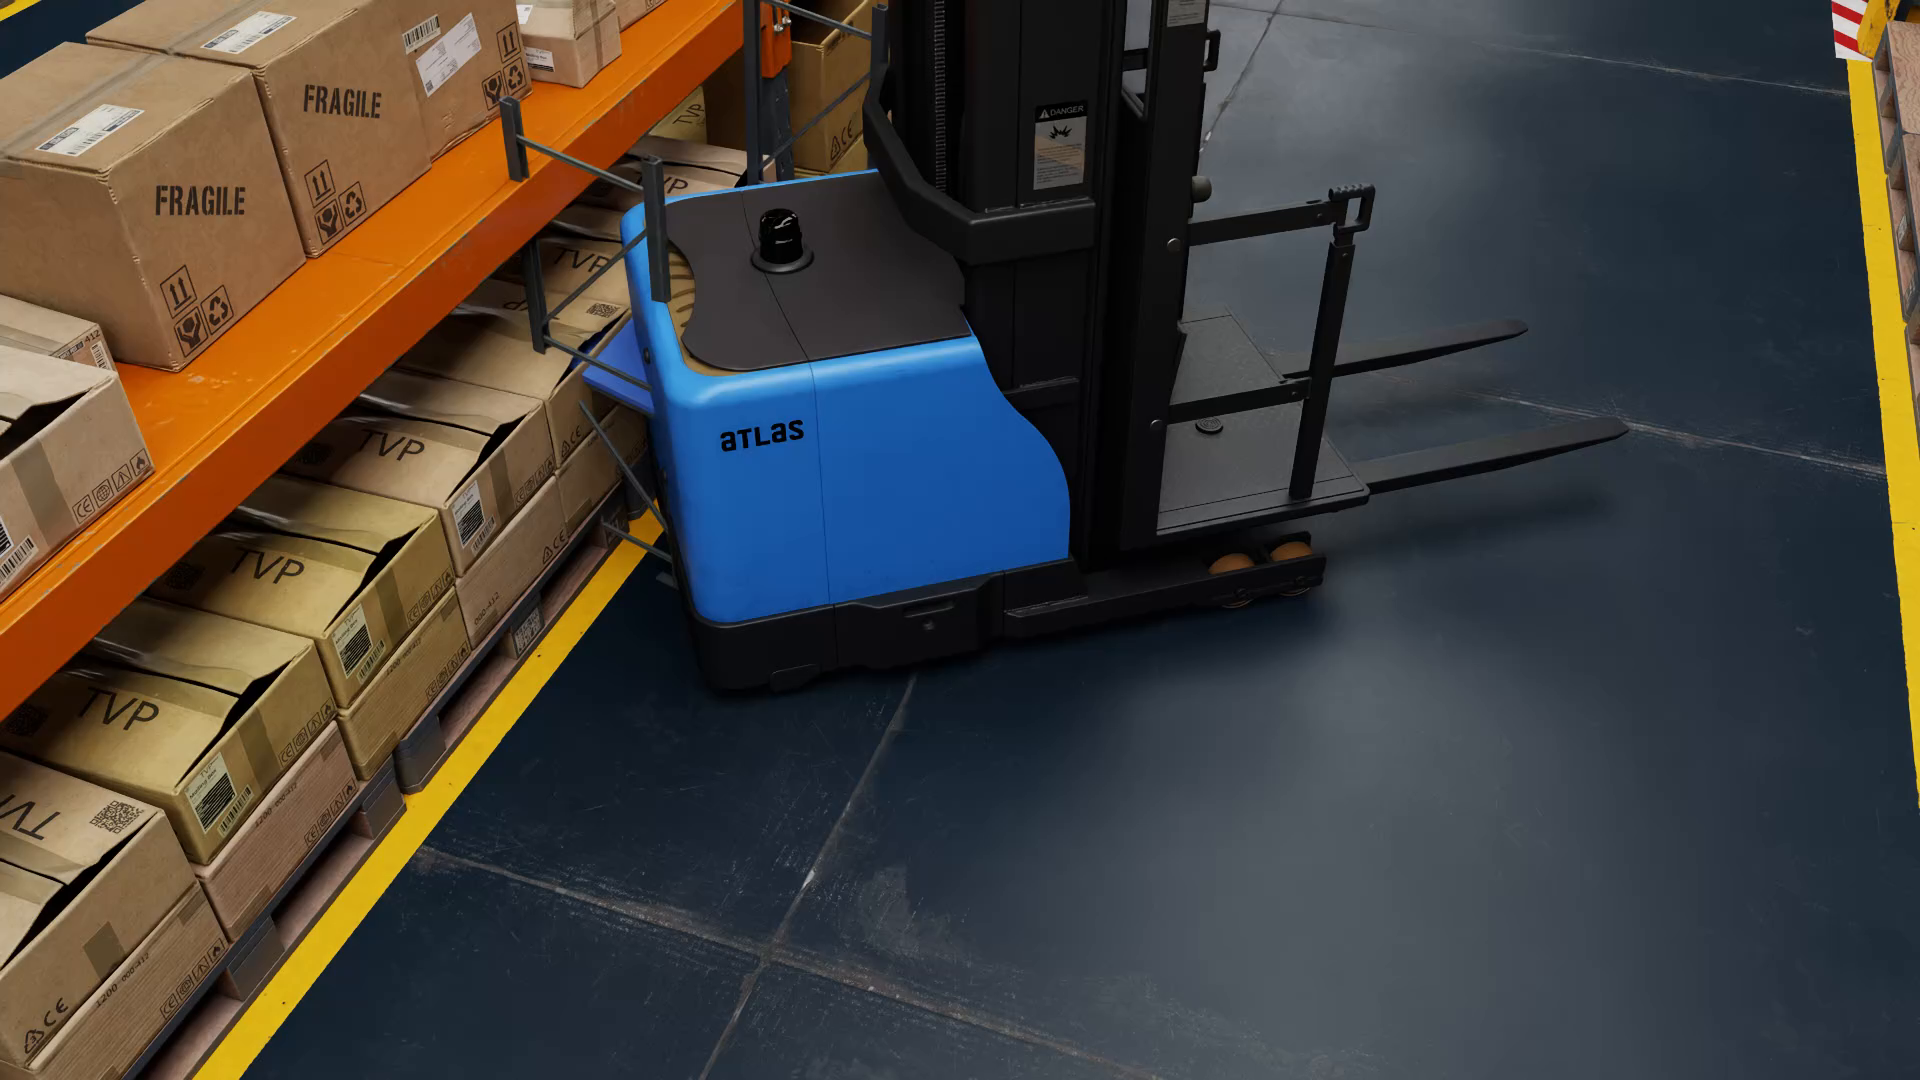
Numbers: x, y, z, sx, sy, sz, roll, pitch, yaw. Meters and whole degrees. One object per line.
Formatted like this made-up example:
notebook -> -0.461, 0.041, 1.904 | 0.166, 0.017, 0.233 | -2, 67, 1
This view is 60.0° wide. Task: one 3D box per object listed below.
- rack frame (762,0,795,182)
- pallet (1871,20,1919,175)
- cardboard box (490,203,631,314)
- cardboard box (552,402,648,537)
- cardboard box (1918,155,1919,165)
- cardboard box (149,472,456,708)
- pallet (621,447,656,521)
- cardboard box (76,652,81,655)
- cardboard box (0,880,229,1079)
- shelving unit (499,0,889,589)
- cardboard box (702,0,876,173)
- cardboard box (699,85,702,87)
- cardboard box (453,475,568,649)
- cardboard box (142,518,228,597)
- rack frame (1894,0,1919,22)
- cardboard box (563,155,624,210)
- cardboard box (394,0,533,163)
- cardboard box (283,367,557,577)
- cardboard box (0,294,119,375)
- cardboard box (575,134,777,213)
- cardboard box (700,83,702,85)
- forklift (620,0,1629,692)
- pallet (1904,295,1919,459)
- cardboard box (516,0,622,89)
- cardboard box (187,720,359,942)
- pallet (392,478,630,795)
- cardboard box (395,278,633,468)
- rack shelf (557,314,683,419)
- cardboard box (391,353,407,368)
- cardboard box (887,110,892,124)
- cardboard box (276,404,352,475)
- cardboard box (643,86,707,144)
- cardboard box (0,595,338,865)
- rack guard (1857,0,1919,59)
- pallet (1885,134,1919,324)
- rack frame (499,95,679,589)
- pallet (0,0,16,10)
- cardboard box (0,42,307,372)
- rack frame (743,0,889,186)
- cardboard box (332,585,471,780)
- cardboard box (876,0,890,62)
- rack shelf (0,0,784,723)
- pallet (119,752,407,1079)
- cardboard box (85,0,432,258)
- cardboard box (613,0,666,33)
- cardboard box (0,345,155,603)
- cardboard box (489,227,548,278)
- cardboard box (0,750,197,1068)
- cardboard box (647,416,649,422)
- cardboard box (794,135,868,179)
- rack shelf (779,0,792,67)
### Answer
rack frame -> -1.084, -2.132, 5.438 | 1.000, 3.000, 0.127 | 13, 42, 15
pallet -> 4.604, -1.880, 7.291 | 1.003, 0.211, 1.213 | 13, 42, 15
cardboard box -> -1.125, -0.830, 5.275 | 0.500, 0.311, 0.500 | 14, 43, 16
cardboard box -> -1.302, -0.309, 5.095 | 0.500, 0.250, 0.500 | 14, 42, 16
cardboard box -> 4.127, -1.505, 6.290 | 0.700, 0.500, 0.500 | 11, 42, 12
cardboard box -> -1.648, 0.093, 4.193 | 0.500, 0.311, 0.500 | 12, 42, 14
pallet -> -1.299, -0.613, 5.806 | 1.003, 0.211, 1.213 | 13, 42, 15
cardboard box -> -2.332, 0.288, 3.965 | 0.500, 0.311, 0.500 | 13, 42, 14
cardboard box -> -1.996, 0.939, 3.633 | 0.500, 0.250, 0.500 | 13, 42, 15
shelving unit -> -0.730, -0.771, 4.967 | 0.538, 1.500, 1.048 | 25, 48, 20
cardboard box -> -0.631, -1.745, 6.201 | 0.500, 0.500, 0.500 | 13, 42, 15
cardboard box -> -0.950, -1.880, 6.938 | 0.500, 0.250, 0.500 | 13, 42, 15
cardboard box -> -1.477, 0.002, 4.732 | 0.500, 0.250, 0.500 | 14, 42, 16
cardboard box -> -2.157, -0.020, 4.325 | 0.500, 0.311, 0.500 | 13, 42, 15
rack frame -> 4.941, -3.475, 7.012 | 1.000, 3.000, 0.127 | 13, 42, 15
cardboard box -> -1.459, -1.263, 5.782 | 0.500, 0.311, 0.500 | 13, 42, 15
cardboard box -> -1.542, -1.384, 4.484 | 0.500, 0.500, 0.500 | 16, 43, 18
cardboard box -> -1.473, -0.220, 4.560 | 0.500, 0.311, 0.500 | 13, 42, 15
cardboard box -> -2.068, -0.387, 3.587 | 0.380, 0.149, 0.250 | 16, 43, 18
cardboard box -> -0.953, -1.149, 5.648 | 0.500, 0.311, 0.500 | 13, 42, 15
cardboard box -> -0.948, -2.165, 6.694 | 0.500, 0.500, 0.500 | 13, 42, 15
forklift -> 0.597, -1.229, 4.432 | 3.031, 2.935, 1.130 | -11, 42, -12
pallet -> 3.769, -0.392, 5.547 | 1.003, 0.211, 1.213 | 13, 42, 15
cardboard box -> -1.212, -1.504, 4.805 | 0.396, 0.266, 0.258 | 12, 42, 14
cardboard box -> -1.825, 0.633, 3.992 | 0.500, 0.250, 0.500 | 12, 42, 14
pallet -> -1.714, 0.133, 4.931 | 1.003, 0.211, 1.213 | 13, 42, 15
cardboard box -> -1.298, -0.526, 4.919 | 0.500, 0.311, 0.500 | 13, 42, 15
rack shelf -> -0.742, -0.642, 5.092 | 0.538, 0.185, 1.000 | 25, 48, 20
cardboard box -> -1.811, -0.643, 5.055 | 0.500, 0.311, 0.500 | 12, 42, 14
cardboard box -> -0.464, -1.765, 6.803 | 0.500, 0.250, 0.500 | 13, 42, 15
cardboard box -> -1.983, -0.325, 4.682 | 0.500, 0.311, 0.500 | 14, 43, 16
cardboard box -> -1.130, -1.577, 6.583 | 0.500, 0.250, 0.500 | 13, 42, 15
cardboard box -> -1.825, 0.404, 3.829 | 0.500, 0.311, 0.500 | 12, 42, 14
rack guard -> 4.915, -2.478, 7.769 | 1.175, 0.500, 0.348 | 13, 42, 15
pallet -> 4.185, -1.138, 6.422 | 1.003, 0.211, 1.213 | 13, 42, 15
rack frame -> -0.995, -0.481, 4.644 | 0.500, 1.500, 0.032 | 25, 48, 20
pallet -> -5.468, -2.574, 8.104 | 1.003, 0.211, 1.213 | 13, 42, 15
cardboard box -> -1.893, -0.758, 3.750 | 0.500, 0.500, 0.500 | 11, 42, 13
rack frame -> -0.466, -1.061, 5.290 | 0.500, 1.500, 0.032 | 25, 48, 20
cardboard box -> -1.653, 0.314, 4.366 | 0.500, 0.250, 0.500 | 12, 42, 14
cardboard box -> -0.467, -2.051, 6.561 | 0.500, 0.500, 0.500 | 13, 42, 15
rack shelf -> -1.767, -0.639, 4.242 | 1.077, 0.370, 4.000 | 13, 42, 15
pallet -> -2.133, 0.875, 4.062 | 1.003, 0.211, 1.213 | 13, 42, 15
cardboard box -> -1.713, -1.079, 4.126 | 0.500, 0.500, 0.500 | 13, 42, 15
cardboard box -> -1.211, -1.765, 5.124 | 0.500, 0.250, 0.500 | 16, 43, 18
cardboard box -> -1.964, -0.161, 3.197 | 0.500, 0.311, 0.500 | 13, 42, 15
cardboard box -> -1.635, -0.958, 5.425 | 0.500, 0.311, 0.500 | 13, 42, 15
cardboard box -> -1.996, 0.726, 3.451 | 0.500, 0.311, 0.500 | 15, 43, 17
cardboard box -> -1.128, -0.621, 5.461 | 0.500, 0.250, 0.500 | 13, 42, 14
cardboard box -> -0.640, -1.462, 6.447 | 0.500, 0.250, 0.500 | 13, 42, 15
rack shelf -> -0.400, -3.078, 7.101 | 1.077, 0.370, 4.000 | 13, 42, 15
